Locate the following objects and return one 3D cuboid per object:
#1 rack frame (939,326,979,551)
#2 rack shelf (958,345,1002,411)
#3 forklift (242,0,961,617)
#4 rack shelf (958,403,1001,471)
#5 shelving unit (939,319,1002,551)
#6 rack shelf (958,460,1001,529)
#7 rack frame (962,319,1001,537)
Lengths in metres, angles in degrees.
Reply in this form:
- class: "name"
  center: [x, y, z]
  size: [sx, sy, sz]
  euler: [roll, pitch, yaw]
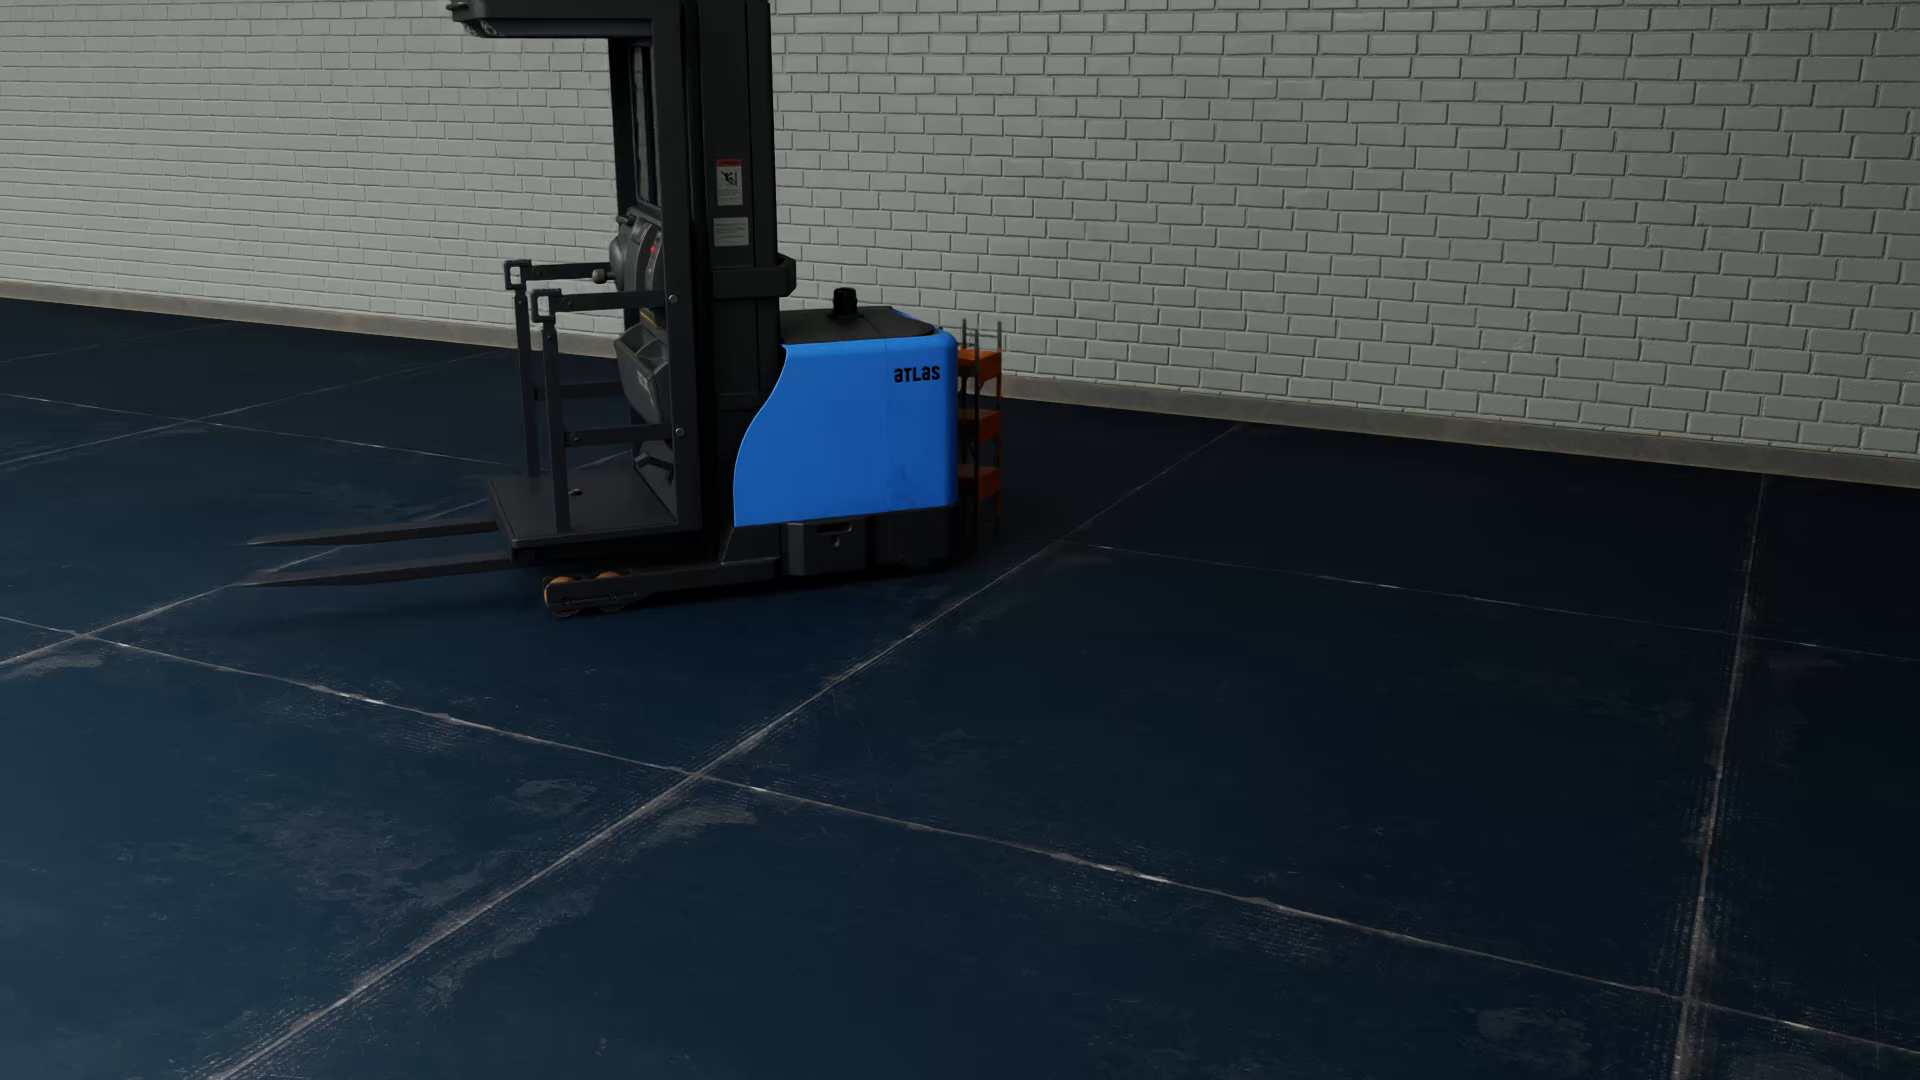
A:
- class: "rack frame"
  center: [-0.006, -0.467, 7.751]
  size: [0.200, 1.050, 0.008]
  euler: [8, 18, 25]
- class: "rack shelf"
  center: [0.048, -0.760, 7.778]
  size: [0.215, 0.259, 0.240]
  euler: [8, 18, 25]
- class: "forklift"
  center: [-1.567, -1.253, 7.094]
  size: [3.031, 2.935, 1.130]
  euler: [-6, 18, -20]
- class: "rack shelf"
  center: [0.048, -0.488, 7.859]
  size: [0.215, 0.259, 0.240]
  euler: [8, 18, 25]
- class: "shelving unit"
  center: [0.048, -0.498, 7.856]
  size: [0.215, 1.050, 0.252]
  euler: [8, 18, 25]
- class: "rack shelf"
  center: [0.048, -0.221, 7.938]
  size: [0.215, 0.259, 0.240]
  euler: [8, 18, 25]
- class: "rack frame"
  center: [0.102, -0.529, 7.961]
  size: [0.200, 1.050, 0.008]
  euler: [8, 18, 25]
